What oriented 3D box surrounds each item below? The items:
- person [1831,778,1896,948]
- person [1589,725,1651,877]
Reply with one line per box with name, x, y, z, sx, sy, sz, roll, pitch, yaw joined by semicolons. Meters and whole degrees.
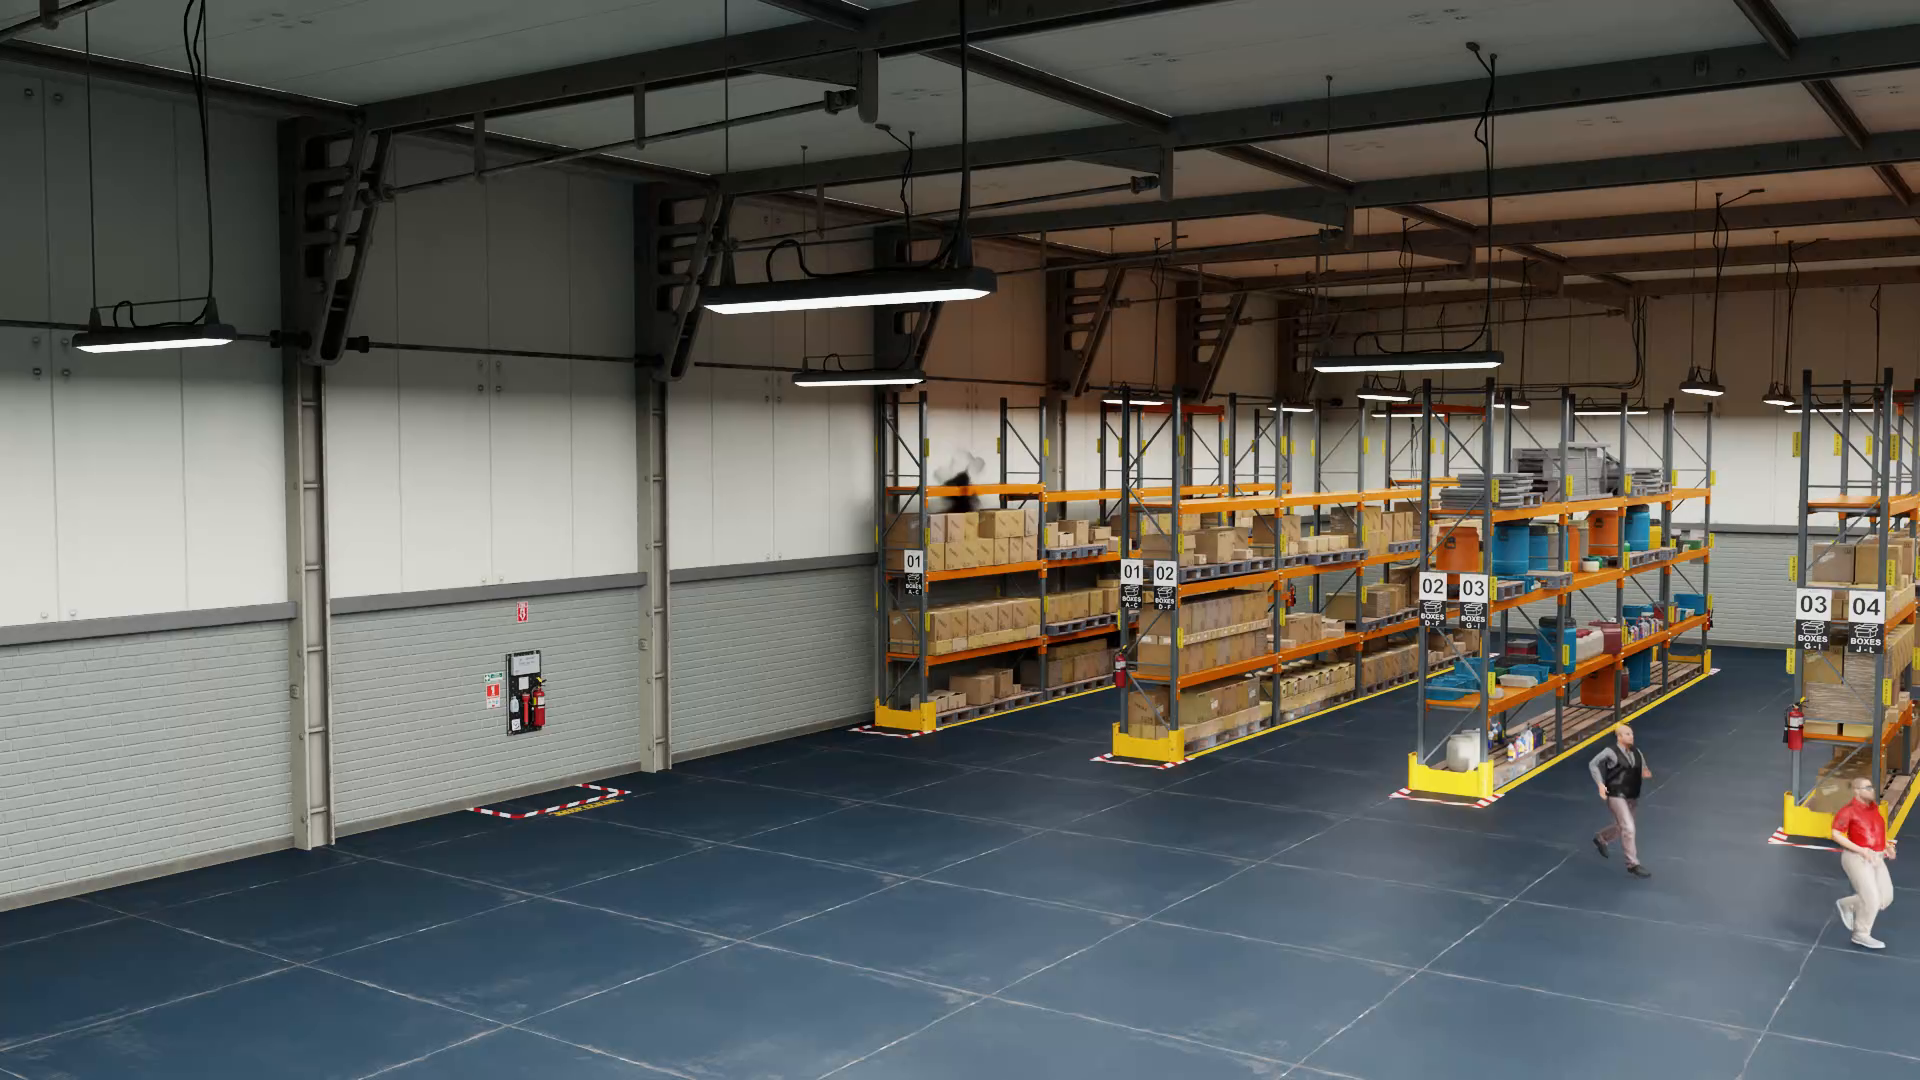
person;9.084;3.229;16.778;0.661;1.672;0.629;-2;4;-26
person;7.794;3.028;19.613;0.656;1.706;0.952;-1;3;-23
